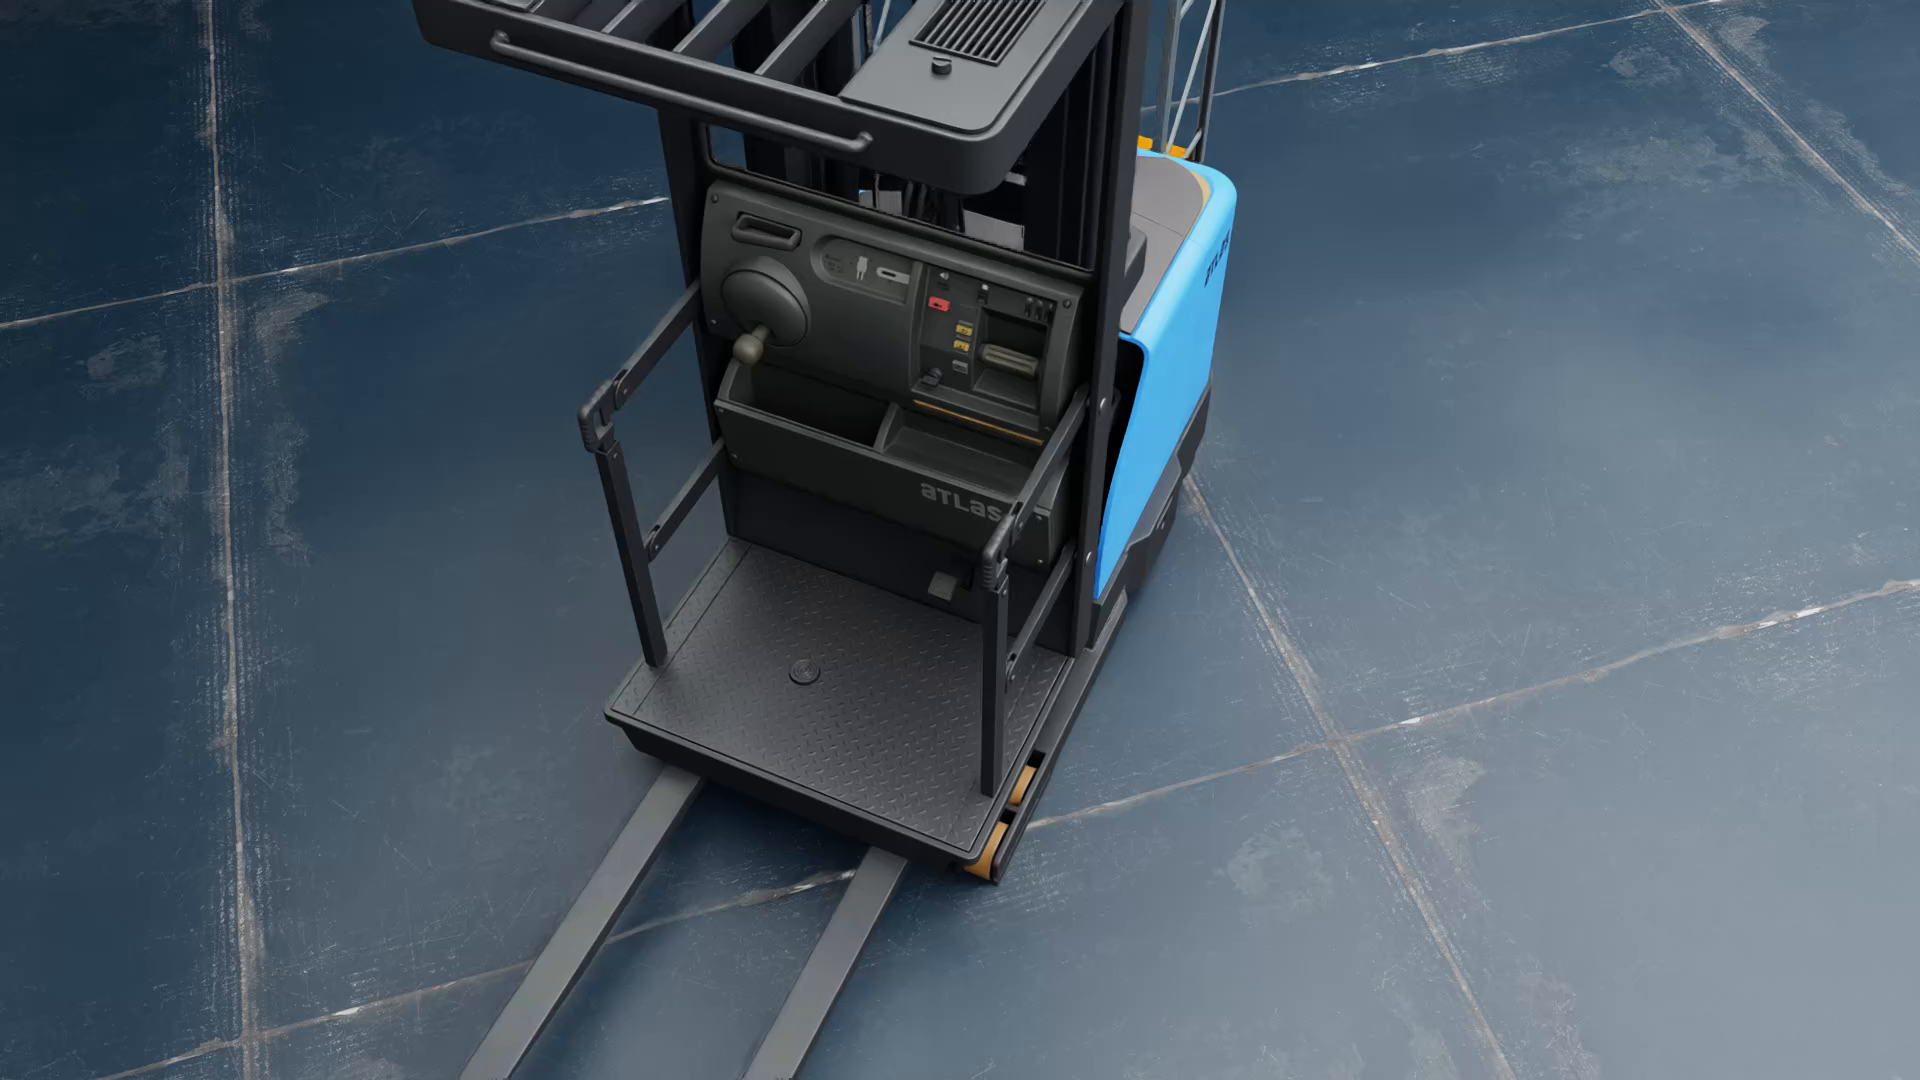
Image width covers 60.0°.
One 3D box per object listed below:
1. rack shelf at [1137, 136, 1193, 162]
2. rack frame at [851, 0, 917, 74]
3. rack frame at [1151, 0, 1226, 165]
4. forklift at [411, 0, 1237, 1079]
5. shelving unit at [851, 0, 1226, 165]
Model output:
[{"bbox_3d":[0.226,-1.216,5.529,1.000,0.185,0.538,20,53,16],"label":"rack shelf"},{"bbox_3d":[-0.234,-1.497,5.531,0.032,1.500,0.500,20,53,16],"label":"rack frame"},{"bbox_3d":[0.686,-1.167,5.252,0.032,1.500,0.500,20,53,16],"label":"rack frame"},{"bbox_3d":[-0.263,-0.421,3.688,1.130,2.935,3.031,19,52,15],"label":"forklift"},{"bbox_3d":[0.234,-1.329,5.389,1.083,1.500,0.587,20,53,16],"label":"shelving unit"}]
